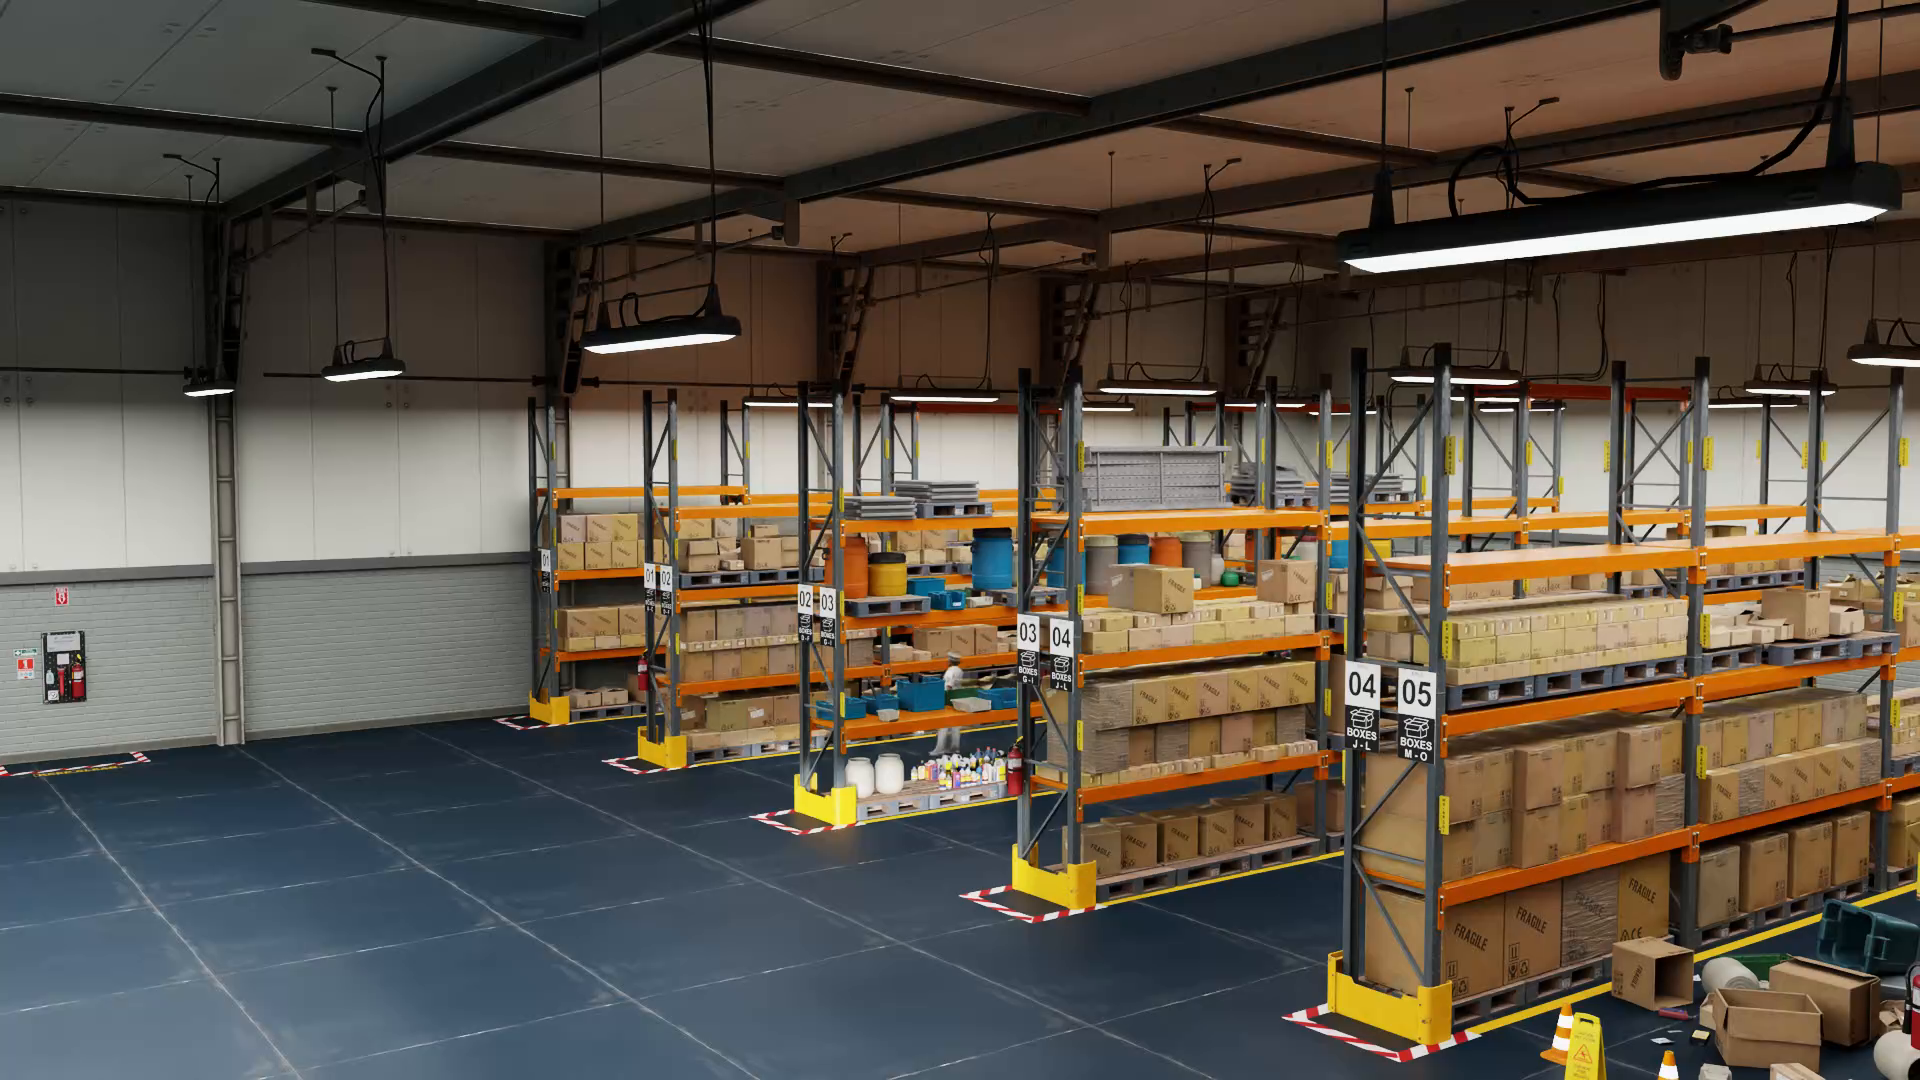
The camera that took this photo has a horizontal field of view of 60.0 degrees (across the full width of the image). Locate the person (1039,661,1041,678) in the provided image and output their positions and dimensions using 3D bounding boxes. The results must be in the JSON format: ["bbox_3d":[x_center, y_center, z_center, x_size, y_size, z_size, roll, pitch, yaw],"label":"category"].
[{"bbox_3d":[1.533,2.081,34.385,0.480,1.764,0.590,1,3,14],"label":"person"}]

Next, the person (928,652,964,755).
[{"bbox_3d":[-0.206,2.700,27.504,0.428,1.696,0.596,2,4,34],"label":"person"}]
